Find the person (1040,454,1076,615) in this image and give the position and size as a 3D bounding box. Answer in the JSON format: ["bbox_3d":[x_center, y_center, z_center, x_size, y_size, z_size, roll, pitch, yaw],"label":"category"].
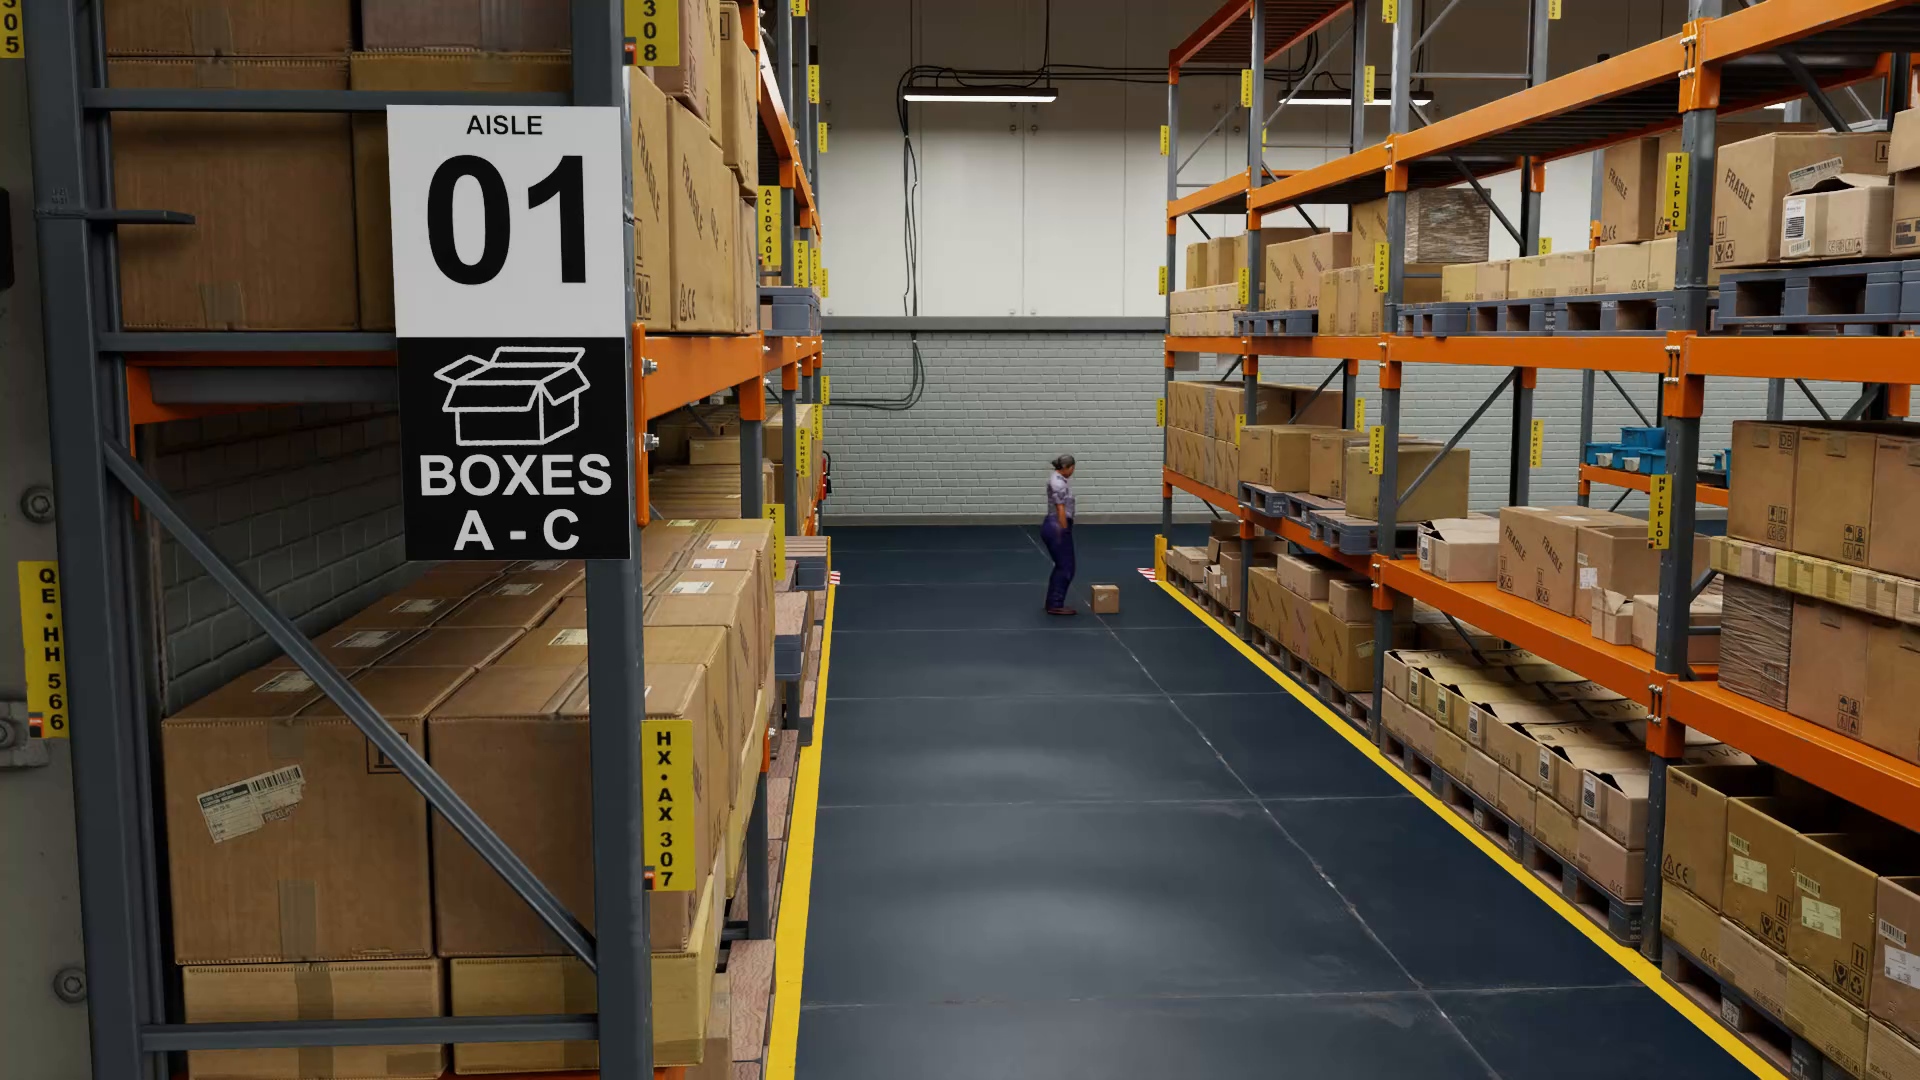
[{"bbox_3d":[1.003,-0.059,16.982,0.357,1.614,0.486,0,7,-2],"label":"person"}]
